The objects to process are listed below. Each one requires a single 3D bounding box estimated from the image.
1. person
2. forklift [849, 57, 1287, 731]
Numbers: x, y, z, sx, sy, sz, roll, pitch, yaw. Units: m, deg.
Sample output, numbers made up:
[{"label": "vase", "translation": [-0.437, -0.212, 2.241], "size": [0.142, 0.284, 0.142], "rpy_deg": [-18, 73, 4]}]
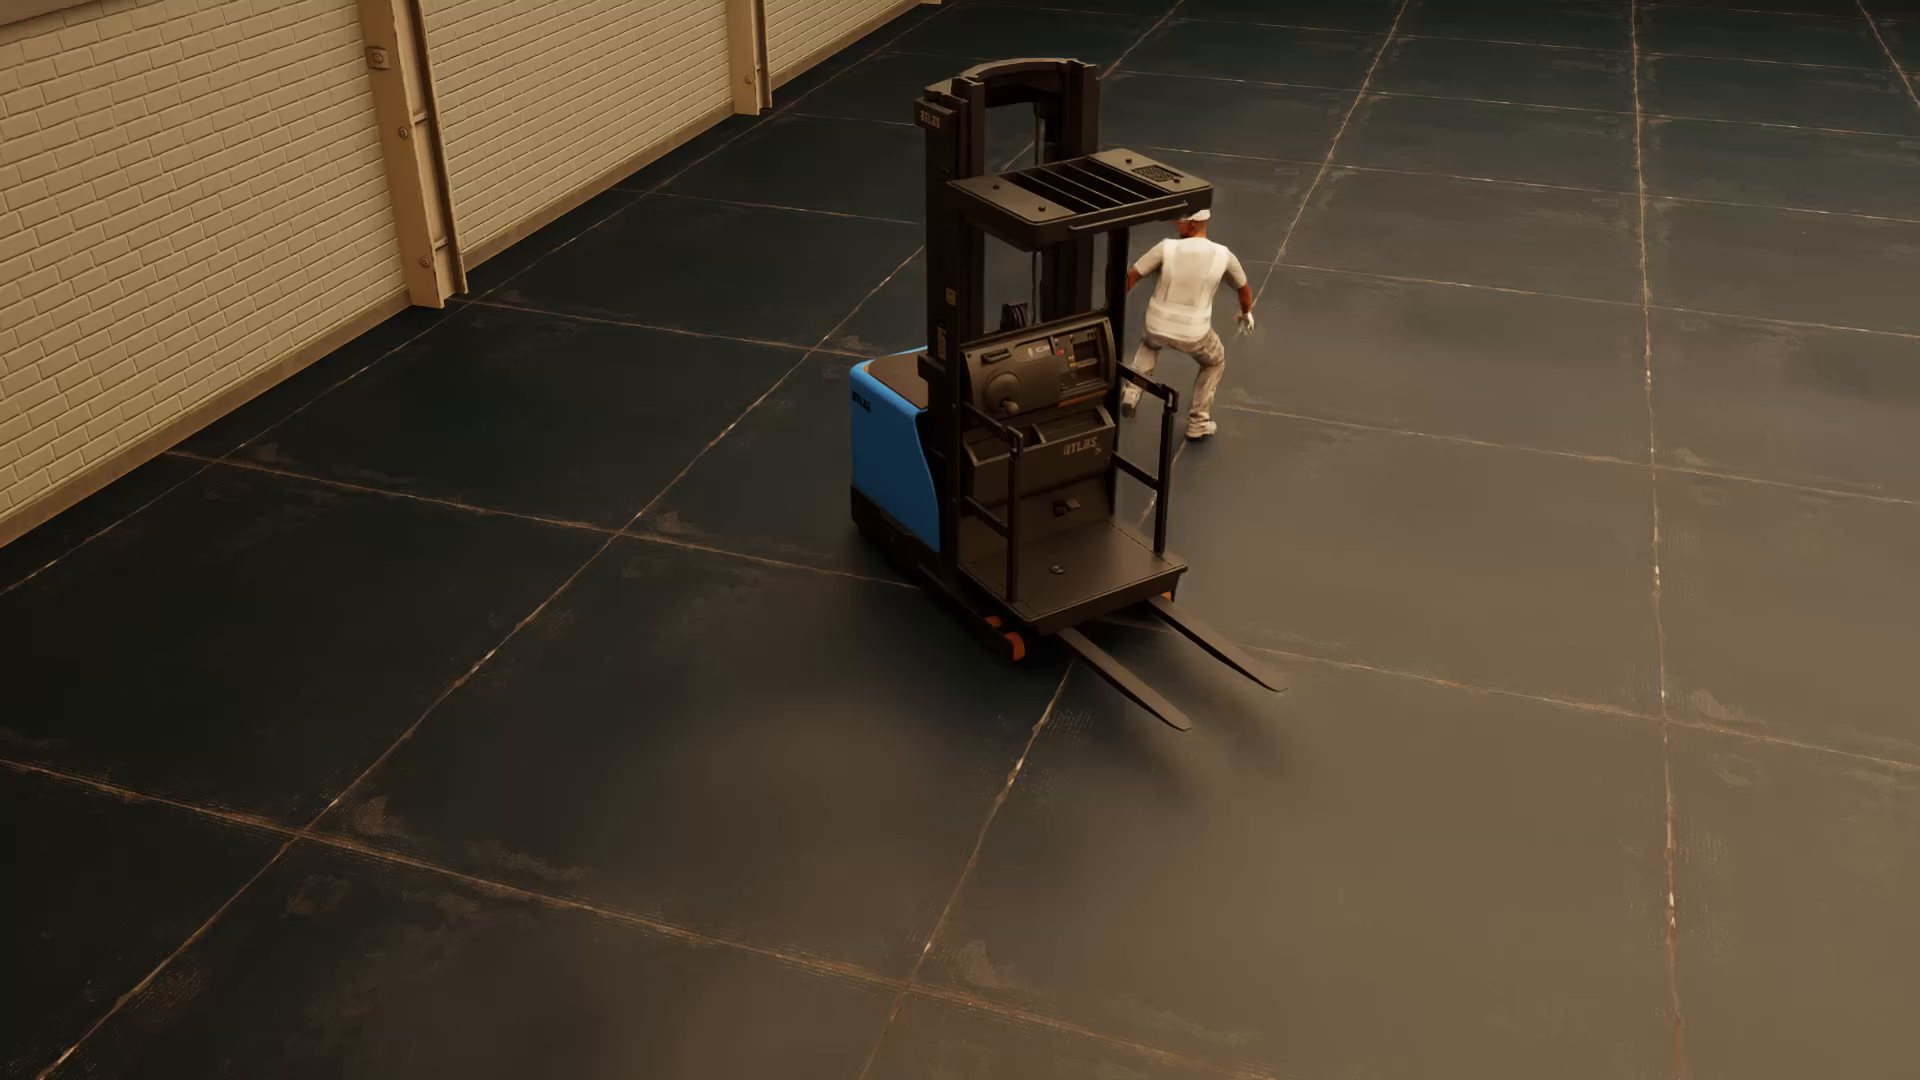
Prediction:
[{"label": "person", "translation": [1.453, -1.471, 11.023], "size": [0.922, 1.667, 0.556], "rpy_deg": [9, 31, 15]}, {"label": "forklift", "translation": [0.548, -0.880, 8.679], "size": [1.130, 2.935, 3.031], "rpy_deg": [-17, 34, -28]}]
